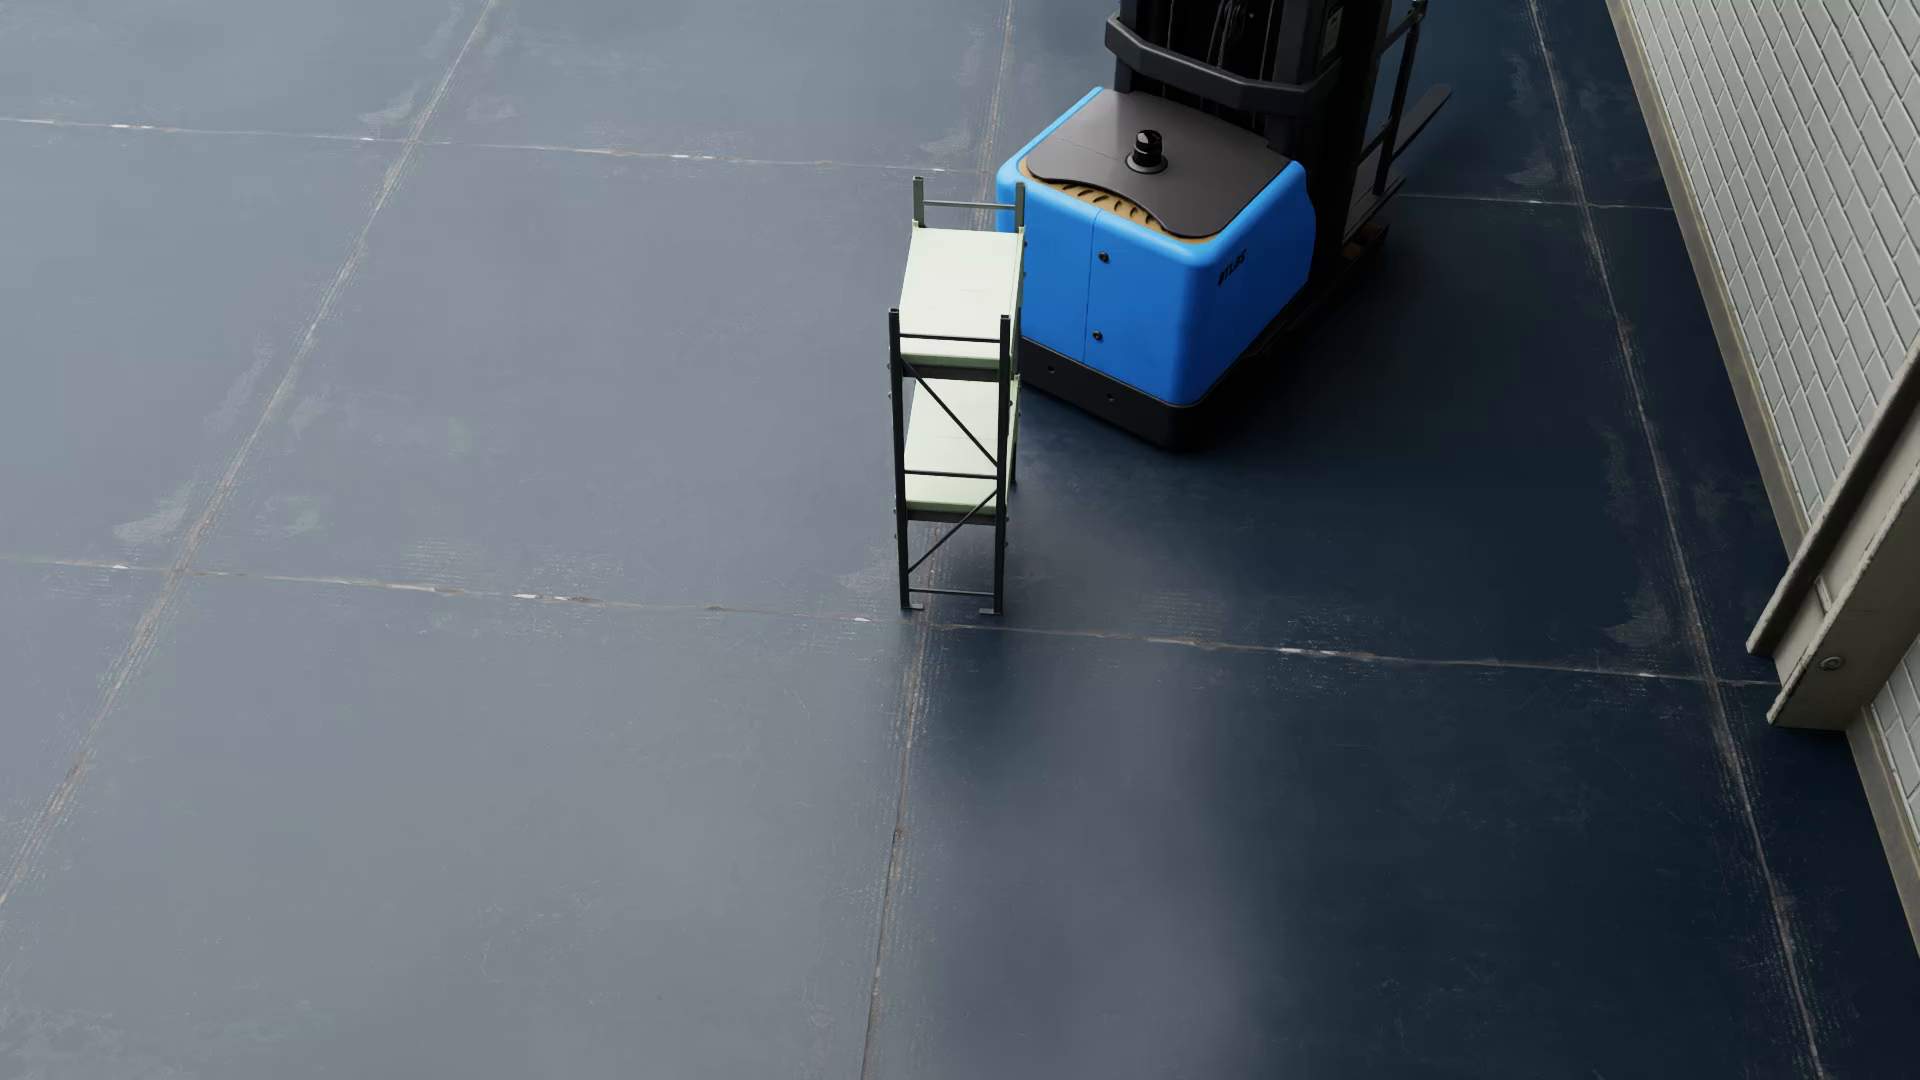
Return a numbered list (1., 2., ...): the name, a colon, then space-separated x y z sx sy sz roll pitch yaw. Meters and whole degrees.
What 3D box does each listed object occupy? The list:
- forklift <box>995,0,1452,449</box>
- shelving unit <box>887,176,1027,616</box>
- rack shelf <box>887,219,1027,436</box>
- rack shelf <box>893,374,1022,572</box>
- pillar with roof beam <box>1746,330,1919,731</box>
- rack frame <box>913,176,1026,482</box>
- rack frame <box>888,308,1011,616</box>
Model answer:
1. forklift: 1.399 -2.425 7.008 1.130 2.935 3.031 28 53 23
2. shelving unit: -0.001 -0.501 6.218 0.431 1.500 0.755 4 48 4
3. rack shelf: -0.001 -0.765 5.930 0.431 0.370 0.720 4 48 4
4. rack shelf: -0.001 -0.281 6.459 0.431 0.370 0.720 4 48 4
5. pillar with roof beam: -1.121 -2.777 3.217 9.100 9.000 0.400 4 48 4
6. rack frame: 0.033 -0.770 6.464 0.400 1.500 0.023 4 48 4
7. rack frame: -0.034 -0.232 5.972 0.400 1.500 0.023 4 48 4
